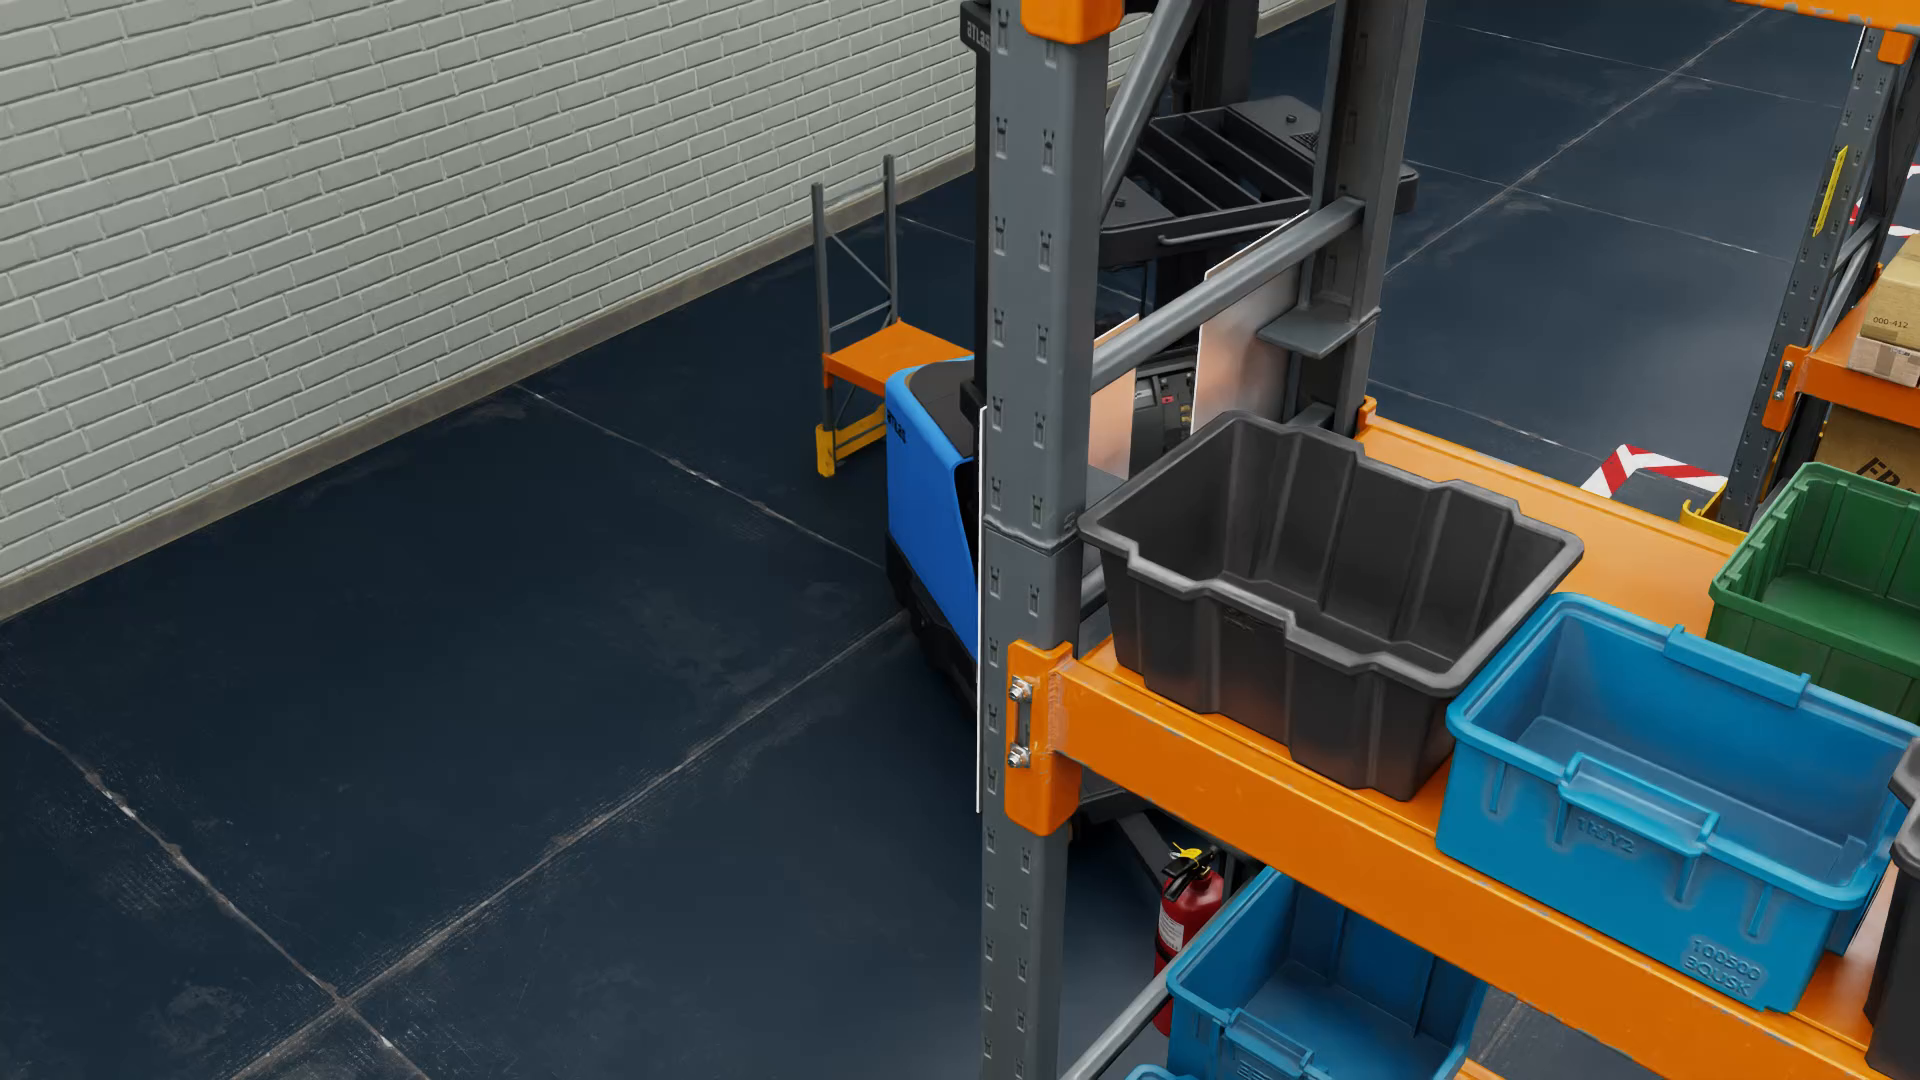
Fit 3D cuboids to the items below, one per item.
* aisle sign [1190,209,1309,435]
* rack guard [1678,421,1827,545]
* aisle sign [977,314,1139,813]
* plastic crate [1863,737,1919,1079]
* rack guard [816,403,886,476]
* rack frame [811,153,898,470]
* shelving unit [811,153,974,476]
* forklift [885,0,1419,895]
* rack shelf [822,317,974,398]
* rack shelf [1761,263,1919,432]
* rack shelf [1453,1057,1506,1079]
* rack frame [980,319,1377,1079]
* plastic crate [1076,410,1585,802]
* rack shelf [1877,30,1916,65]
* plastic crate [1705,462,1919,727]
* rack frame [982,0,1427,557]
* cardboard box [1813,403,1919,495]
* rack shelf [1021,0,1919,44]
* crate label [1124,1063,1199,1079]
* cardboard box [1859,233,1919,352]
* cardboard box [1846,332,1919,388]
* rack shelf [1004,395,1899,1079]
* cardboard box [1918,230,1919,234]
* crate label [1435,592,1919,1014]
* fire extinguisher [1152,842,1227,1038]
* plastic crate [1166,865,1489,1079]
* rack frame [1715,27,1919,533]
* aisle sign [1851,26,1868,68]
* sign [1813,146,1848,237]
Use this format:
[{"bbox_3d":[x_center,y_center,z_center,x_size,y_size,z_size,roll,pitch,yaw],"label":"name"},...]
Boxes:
[{"bbox_3d":[0.534,-0.204,3.101,0.004,0.787,0.394,25,42,32],"label":"aisle sign"},{"bbox_3d":[3.552,-0.112,7.471,0.348,0.500,1.175,25,42,32],"label":"rack guard"},{"bbox_3d":[0.156,0.053,2.727,0.004,0.787,0.394,25,42,32],"label":"aisle sign"},{"bbox_3d":[1.400,0.483,1.802,0.767,0.338,0.504,25,42,32],"label":"plastic crate"},{"bbox_3d":[-0.484,-0.550,8.330,0.087,0.250,0.587,27,43,34],"label":"rack guard"},{"bbox_3d":[-0.485,-1.066,7.977,0.032,1.500,0.500,27,43,34],"label":"rack frame"},{"bbox_3d":[-0.117,-0.875,7.699,1.083,1.500,0.587,27,43,34],"label":"shelving unit"},{"bbox_3d":[0.703,-0.354,5.676,1.130,2.935,3.031,-13,37,-18],"label":"forklift"},{"bbox_3d":[-0.110,-0.723,7.796,1.000,0.185,0.538,27,43,34],"label":"rack shelf"},{"bbox_3d":[5.107,-0.113,5.900,4.000,0.370,1.077,25,42,32],"label":"rack shelf"},{"bbox_3d":[1.938,2.042,2.762,4.000,0.370,1.077,25,42,32],"label":"rack shelf"},{"bbox_3d":[0.401,1.021,3.613,0.127,3.000,1.000,25,42,32],"label":"rack frame"},{"bbox_3d":[0.519,0.099,2.421,0.590,0.269,0.497,25,42,32],"label":"plastic crate"},{"bbox_3d":[5.107,-1.349,5.051,4.000,0.370,1.077,25,42,32],"label":"rack shelf"},{"bbox_3d":[1.342,0.105,2.485,0.336,0.188,0.450,25,42,32],"label":"plastic crate"},{"bbox_3d":[0.401,-1.452,1.915,0.127,3.000,1.000,25,42,32],"label":"rack frame"},{"bbox_3d":[4.113,-0.234,6.947,0.875,0.875,0.875,25,42,32],"label":"cardboard box"},{"bbox_3d":[1.938,-0.266,1.177,4.000,0.370,1.077,25,42,32],"label":"rack shelf"},{"bbox_3d":[0.381,1.298,3.305,0.303,0.233,0.416,25,42,32],"label":"crate label"},{"bbox_3d":[3.767,-0.903,6.285,0.500,0.250,0.500,24,41,31],"label":"cardboard box"},{"bbox_3d":[3.632,-0.758,6.426,0.250,0.149,0.380,26,42,32],"label":"cardboard box"},{"bbox_3d":[1.938,0.806,1.913,4.000,0.370,1.077,25,42,32],"label":"rack shelf"},{"bbox_3d":[4.113,-1.134,6.622,0.500,0.250,0.500,25,41,31],"label":"cardboard box"},{"bbox_3d":[0.904,0.321,2.115,0.502,0.251,0.408,25,42,32],"label":"crate label"},{"bbox_3d":[0.576,0.955,4.108,0.183,0.674,0.296,25,42,32],"label":"fire extinguisher"},{"bbox_3d":[0.778,1.022,3.528,0.499,0.435,0.616,25,42,32],"label":"plastic crate"},{"bbox_3d":[3.570,-1.134,6.751,0.127,3.000,1.000,25,42,32],"label":"rack frame"},{"bbox_3d":[3.323,-2.101,5.863,0.004,0.787,0.394,25,42,32],"label":"aisle sign"},{"bbox_3d":[3.211,-1.284,6.135,0.005,0.325,0.100,25,42,32],"label":"sign"}]
